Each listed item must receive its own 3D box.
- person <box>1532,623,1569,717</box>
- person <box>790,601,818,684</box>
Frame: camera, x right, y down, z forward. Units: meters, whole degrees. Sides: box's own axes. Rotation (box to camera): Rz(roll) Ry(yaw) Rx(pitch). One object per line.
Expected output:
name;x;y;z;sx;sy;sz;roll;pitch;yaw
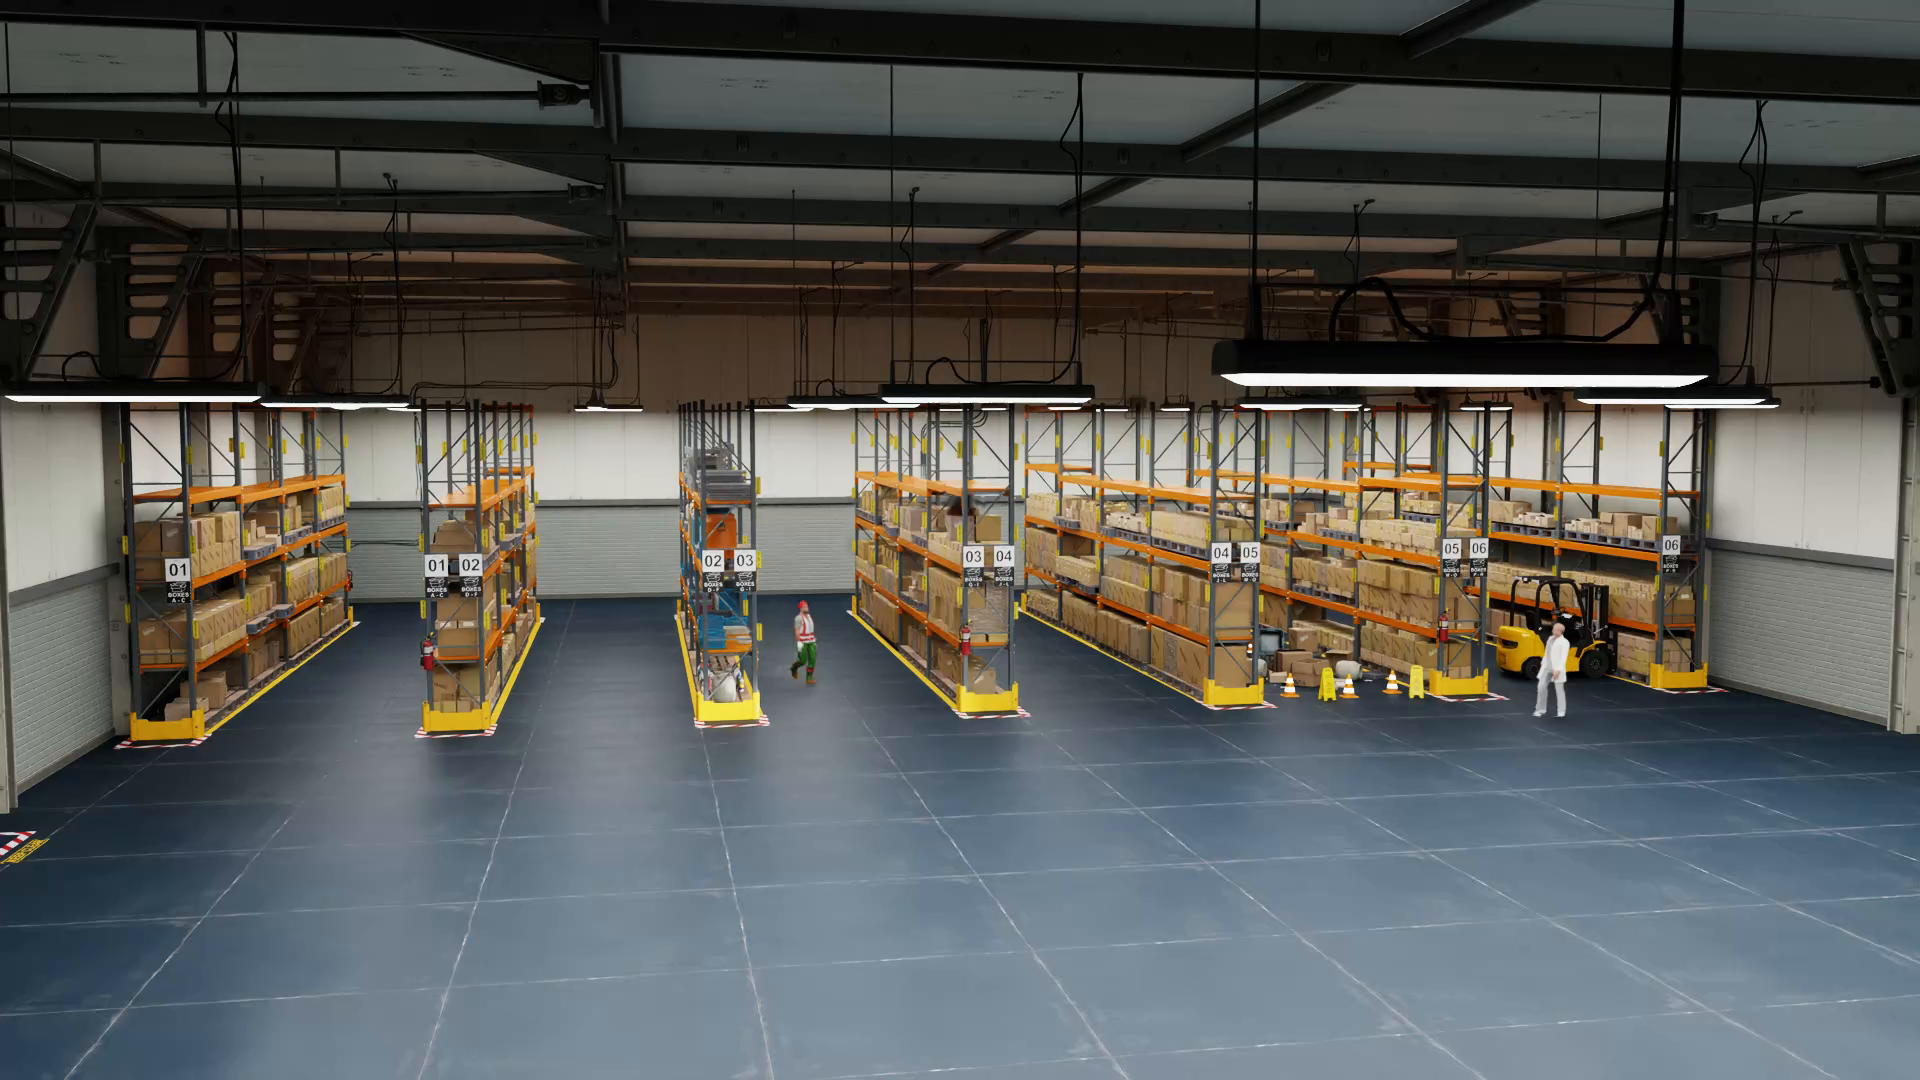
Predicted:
person;11.218;2.501;31.519;0.581;1.855;0.645;-4;6;-43
person;-3.312;2.172;35.305;0.579;1.758;0.702;-4;6;-41
